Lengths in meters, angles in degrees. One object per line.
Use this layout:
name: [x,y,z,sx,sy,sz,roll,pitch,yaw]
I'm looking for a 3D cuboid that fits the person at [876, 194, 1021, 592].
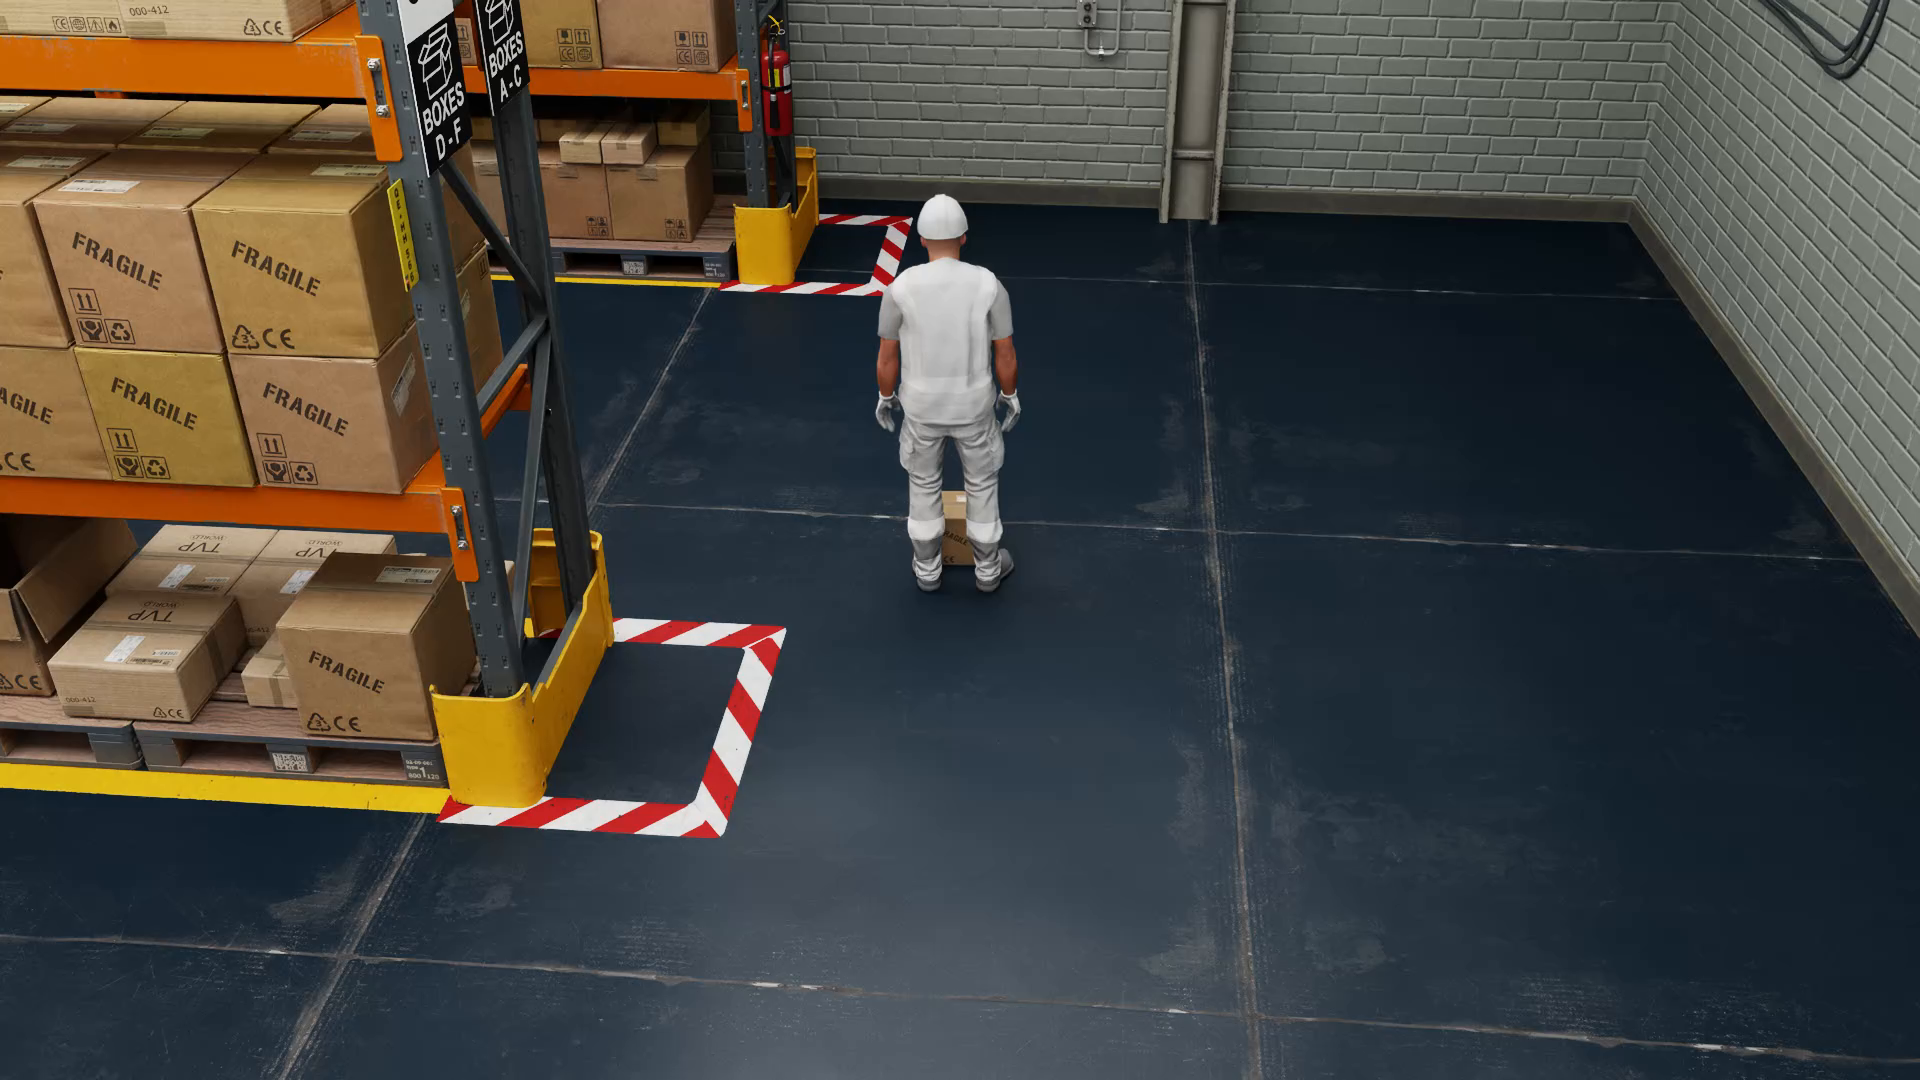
person: [-0.051,-0.587,7.072,0.620,1.780,0.445,1,32,1]
